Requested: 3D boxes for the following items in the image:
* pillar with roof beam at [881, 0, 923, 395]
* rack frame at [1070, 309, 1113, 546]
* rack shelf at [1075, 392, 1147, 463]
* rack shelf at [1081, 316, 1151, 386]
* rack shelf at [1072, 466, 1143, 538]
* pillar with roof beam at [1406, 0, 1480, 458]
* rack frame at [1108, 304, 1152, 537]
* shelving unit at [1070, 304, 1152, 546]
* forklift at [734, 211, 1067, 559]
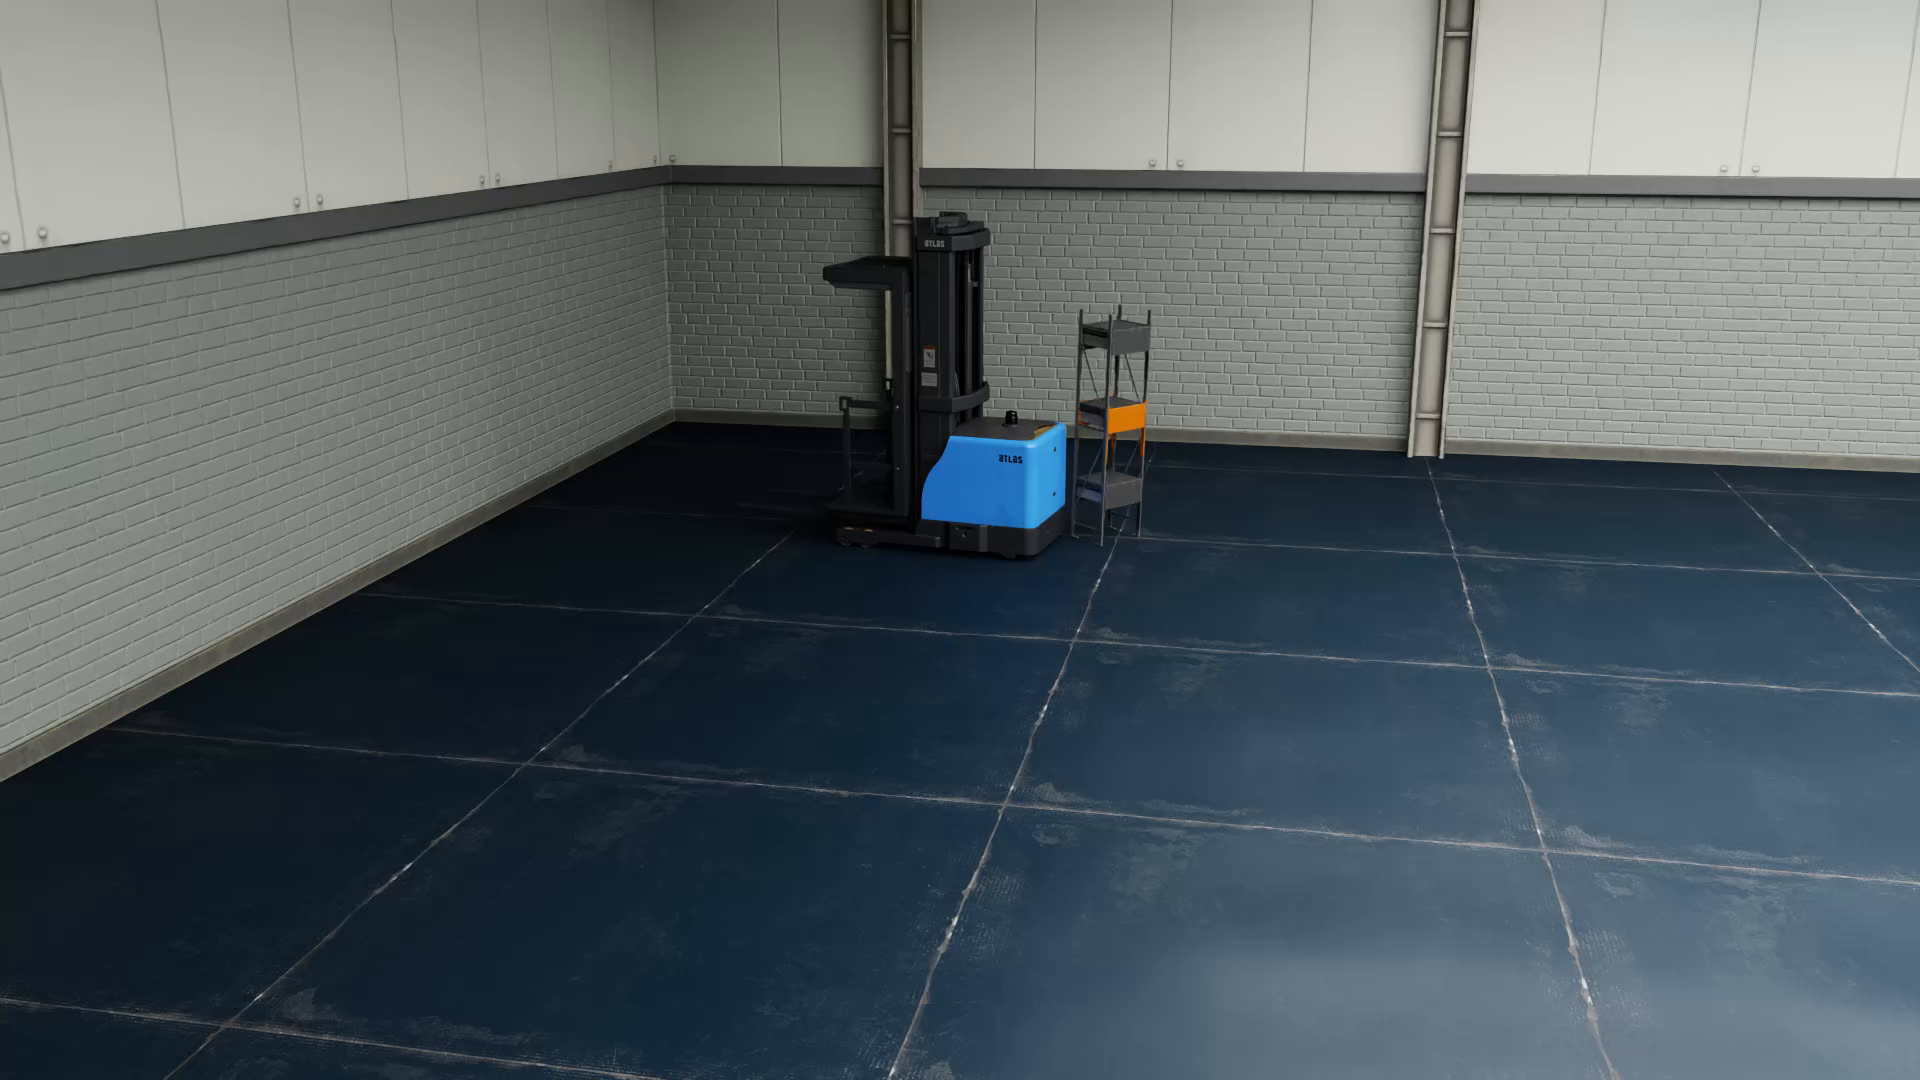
[{"bbox_3d":[-1.508,-4.490,14.604,0.400,9.000,9.100,3,16,11],"label":"pillar with roof beam"},{"bbox_3d":[1.173,-0.994,14.881,0.015,2.100,0.400,-13,22,-39],"label":"rack frame"},{"bbox_3d":[1.359,-1.023,15.036,0.480,0.518,0.431,-13,22,-39],"label":"rack shelf"},{"bbox_3d":[1.373,-1.693,14.833,0.480,0.518,0.431,-13,22,-39],"label":"rack shelf"},{"bbox_3d":[1.345,-0.354,15.240,0.480,0.518,0.431,-13,22,-39],"label":"rack shelf"},{"bbox_3d":[4.372,-4.171,13.451,0.400,9.000,9.100,3,16,11],"label":"pillar with roof beam"},{"bbox_3d":[1.545,-1.079,15.184,0.015,2.100,0.400,-13,22,-39],"label":"rack frame"},{"bbox_3d":[1.359,-1.037,15.033,0.503,2.100,0.431,-13,22,-39],"label":"shelving unit"},{"bbox_3d":[-0.591,-1.471,15.068,3.031,2.935,1.130,6,16,19],"label":"forklift"}]
